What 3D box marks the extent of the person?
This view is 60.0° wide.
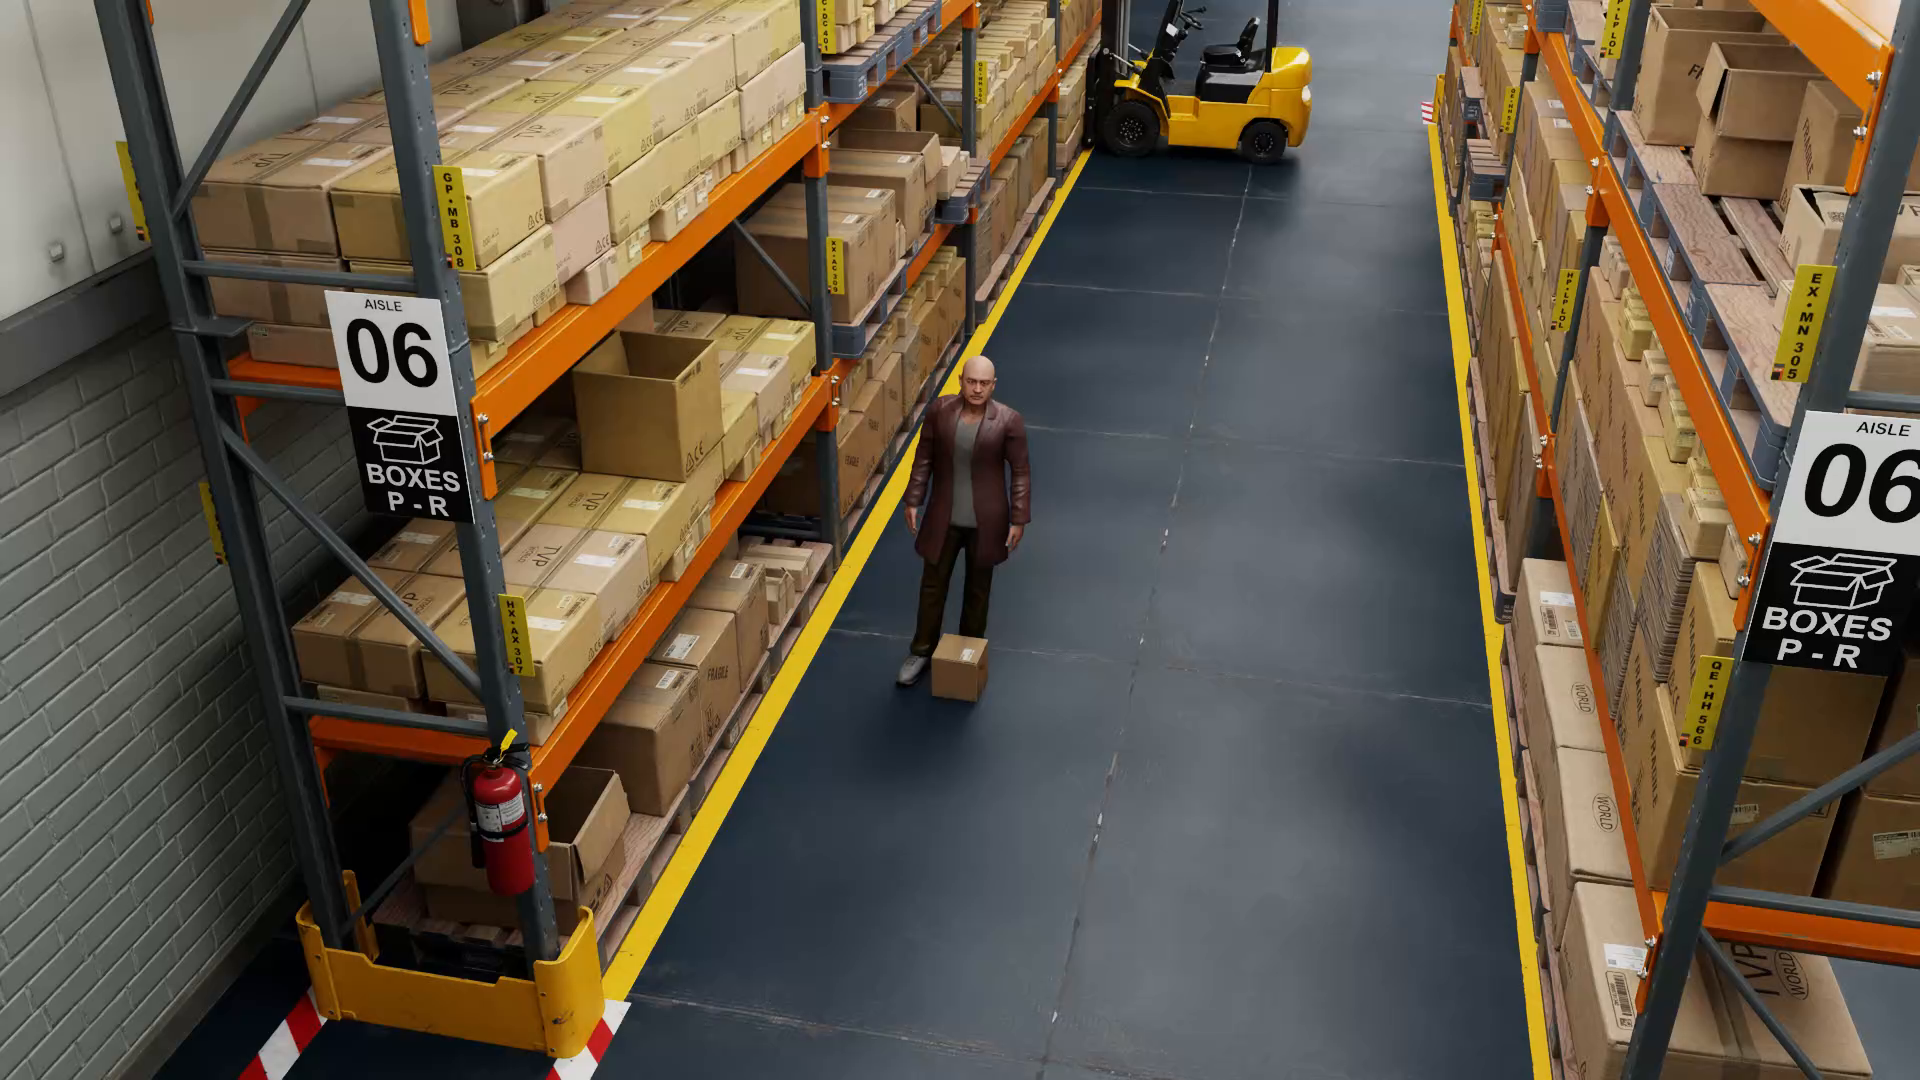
[{"bbox_3d":[0.019,-0.081,8.770,0.698,1.778,0.580,6,29,11],"label":"person"}]
